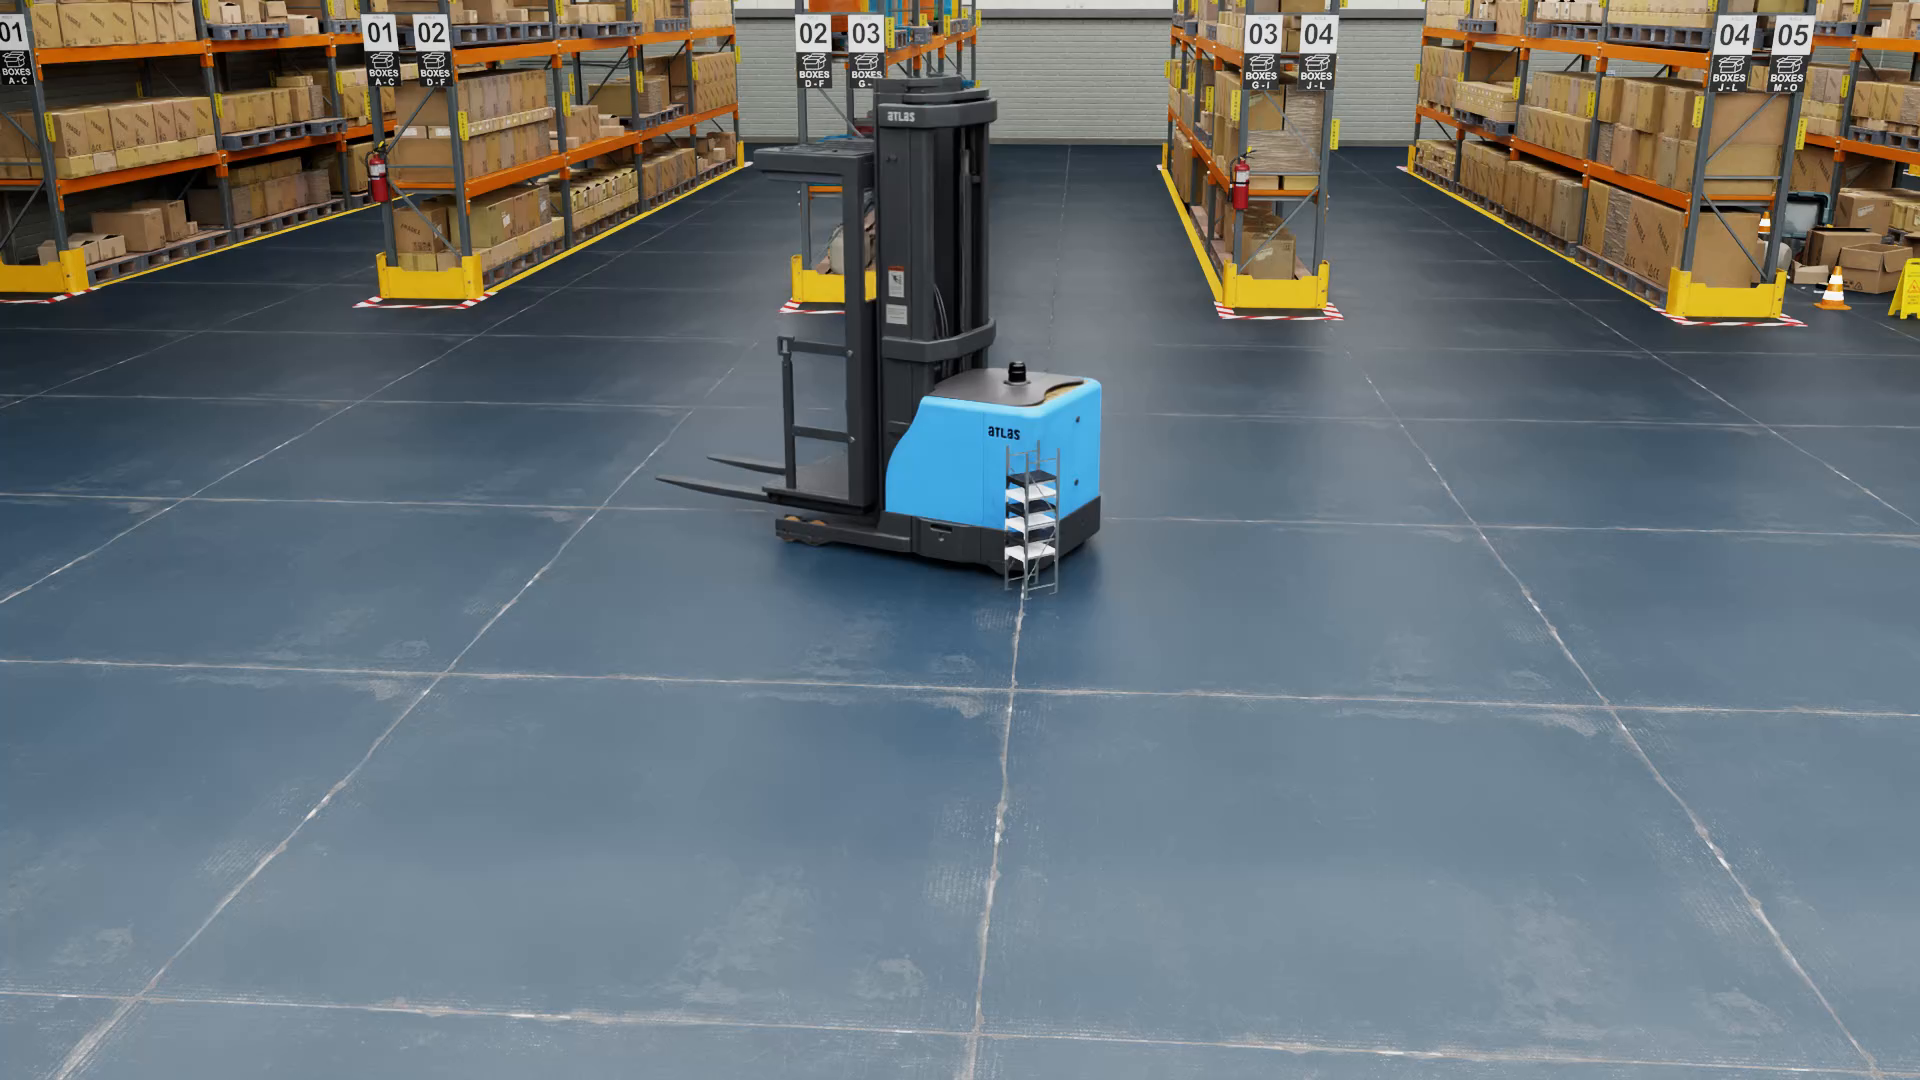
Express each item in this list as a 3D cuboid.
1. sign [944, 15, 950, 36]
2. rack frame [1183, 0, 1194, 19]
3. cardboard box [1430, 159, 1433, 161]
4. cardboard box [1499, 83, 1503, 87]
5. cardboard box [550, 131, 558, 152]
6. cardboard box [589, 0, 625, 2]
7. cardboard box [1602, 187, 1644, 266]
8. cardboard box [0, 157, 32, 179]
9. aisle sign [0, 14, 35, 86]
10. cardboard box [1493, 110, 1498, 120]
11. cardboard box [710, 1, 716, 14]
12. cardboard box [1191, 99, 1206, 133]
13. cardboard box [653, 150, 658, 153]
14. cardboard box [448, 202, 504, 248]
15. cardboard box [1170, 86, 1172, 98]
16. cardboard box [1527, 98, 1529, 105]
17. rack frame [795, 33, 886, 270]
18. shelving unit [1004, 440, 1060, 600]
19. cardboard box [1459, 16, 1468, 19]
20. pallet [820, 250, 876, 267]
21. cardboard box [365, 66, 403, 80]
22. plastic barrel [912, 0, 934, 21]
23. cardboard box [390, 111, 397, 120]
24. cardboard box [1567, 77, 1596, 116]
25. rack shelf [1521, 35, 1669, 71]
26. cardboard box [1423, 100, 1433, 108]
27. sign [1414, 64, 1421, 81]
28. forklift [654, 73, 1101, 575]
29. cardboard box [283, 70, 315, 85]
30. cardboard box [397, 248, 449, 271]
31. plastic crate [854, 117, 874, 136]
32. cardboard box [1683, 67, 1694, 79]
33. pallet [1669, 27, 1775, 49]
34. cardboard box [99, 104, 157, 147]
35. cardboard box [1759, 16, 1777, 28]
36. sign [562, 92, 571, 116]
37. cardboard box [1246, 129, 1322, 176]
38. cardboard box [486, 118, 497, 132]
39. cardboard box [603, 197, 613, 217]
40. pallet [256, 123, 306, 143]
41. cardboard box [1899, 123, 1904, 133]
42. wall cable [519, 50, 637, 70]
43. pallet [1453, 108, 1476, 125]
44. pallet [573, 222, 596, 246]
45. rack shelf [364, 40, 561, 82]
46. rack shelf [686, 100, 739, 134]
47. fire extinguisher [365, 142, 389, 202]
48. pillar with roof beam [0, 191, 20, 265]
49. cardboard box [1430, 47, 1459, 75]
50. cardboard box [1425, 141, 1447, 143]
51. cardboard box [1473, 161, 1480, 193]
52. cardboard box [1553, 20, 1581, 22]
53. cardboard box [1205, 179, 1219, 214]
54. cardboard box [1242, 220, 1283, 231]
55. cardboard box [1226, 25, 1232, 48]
[{"bbox_3d":[-0.204,-8.068,26.080,0.100,0.325,0.005,1,18,4],"label":"sign"},{"bbox_3d":[4.474,-10.685,29.081,1.000,3.000,0.127,1,18,4],"label":"rack frame"},{"bbox_3d":[9.345,-7.305,32.304,0.380,0.149,0.250,1,18,4],"label":"cardboard box"},{"bbox_3d":[9.561,-7.843,28.814,0.380,0.149,0.250,1,18,2],"label":"cardboard box"},{"bbox_3d":[-5.989,-5.655,23.604,0.500,0.250,0.500,2,18,7],"label":"cardboard box"},{"bbox_3d":[-5.656,-8.898,26.677,0.500,0.500,0.500,1,18,4],"label":"cardboard box"},{"bbox_3d":[8.664,-3.924,20.819,0.875,0.875,0.875,1,18,4],"label":"cardboard box"},{"bbox_3d":[-11.368,-4.527,20.130,0.500,0.250,0.500,2,18,5],"label":"cardboard box"},{"bbox_3d":[-10.914,-5.646,19.160,0.394,0.787,0.004,1,18,4],"label":"aisle sign"},{"bbox_3d":[8.723,-6.771,26.498,0.380,0.149,0.250,1,18,4],"label":"cardboard box"},{"bbox_3d":[-5.007,-10.260,32.038,0.500,0.250,0.500,1,18,4],"label":"cardboard box"},{"bbox_3d":[3.975,-6.799,26.693,0.500,0.500,0.500,2,18,6],"label":"cardboard box"},{"bbox_3d":[-5.712,-6.767,30.067,0.500,0.500,0.500,2,18,5],"label":"cardboard box"},{"bbox_3d":[-5.973,-3.896,20.533,0.500,0.500,0.500,1,18,4],"label":"cardboard box"},{"bbox_3d":[4.426,-8.842,32.854,0.500,0.250,0.500,1,18,3],"label":"cardboard box"},{"bbox_3d":[9.432,-7.140,27.148,0.380,0.149,0.250,1,18,4],"label":"cardboard box"},{"bbox_3d":[-1.327,-4.218,18.979,1.000,3.000,0.127,1,18,4],"label":"rack frame"},{"bbox_3d":[0.427,-0.118,9.837,0.258,0.900,0.210,-11,21,-31],"label":"shelving unit"},{"bbox_3d":[9.179,-9.205,29.622,0.500,0.250,0.500,2,18,5],"label":"cardboard box"},{"bbox_3d":[-1.215,-3.548,21.411,1.003,0.211,1.213,1,18,4],"label":"pallet"},{"bbox_3d":[-10.209,-8.253,29.419,0.500,0.250,0.500,2,18,5],"label":"cardboard box"},{"bbox_3d":[-0.710,-8.708,26.500,0.600,0.830,0.708,1,18,4],"label":"plastic barrel"},{"bbox_3d":[-10.225,-7.551,29.523,0.380,0.149,0.250,1,18,2],"label":"cardboard box"},{"bbox_3d":[8.941,-6.202,23.266,0.700,0.500,0.500,1,18,4],"label":"cardboard box"},{"bbox_3d":[8.983,-6.913,23.540,1.077,0.370,4.000,1,18,4],"label":"rack shelf"},{"bbox_3d":[9.301,-8.560,32.632,0.380,0.149,0.250,1,18,2],"label":"cardboard box"},{"bbox_3d":[9.159,-9.358,33.275,0.100,0.325,0.005,1,18,4],"label":"sign"},{"bbox_3d":[-0.631,-1.486,10.750,3.031,2.935,1.130,9,20,26],"label":"forklift"},{"bbox_3d":[-10.861,-7.625,27.502,0.500,0.250,0.500,2,18,5],"label":"cardboard box"},{"bbox_3d":[-6.523,-3.396,20.211,0.500,0.250,0.500,1,18,4],"label":"cardboard box"},{"bbox_3d":[-1.311,-5.648,23.240,0.402,0.464,0.583,1,18,4],"label":"plastic crate"},{"bbox_3d":[14.296,-9.075,32.035,0.500,0.500,0.500,1,18,2],"label":"cardboard box"},{"bbox_3d":[8.596,-5.579,18.458,1.003,0.211,1.213,1,18,4],"label":"pallet"},{"bbox_3d":[-10.761,-5.350,21.437,0.500,0.500,0.500,2,18,6],"label":"cardboard box"},{"bbox_3d":[8.898,-5.618,18.002,0.380,0.149,0.250,1,18,4],"label":"cardboard box"},{"bbox_3d":[-5.427,-6.009,22.928,0.100,0.325,0.005,1,18,4],"label":"sign"},{"bbox_3d":[3.680,-4.467,19.099,0.875,0.500,0.500,1,18,4],"label":"cardboard box"},{"bbox_3d":[-5.952,-5.123,20.539,0.380,0.149,0.250,1,18,2],"label":"cardboard box"},{"bbox_3d":[-5.595,-5.063,25.297,0.500,0.250,0.500,2,18,5],"label":"cardboard box"},{"bbox_3d":[-10.736,-6.217,25.387,1.003,0.211,1.213,1,18,4],"label":"pallet"},{"bbox_3d":[13.782,-5.933,23.942,0.380,0.149,0.250,2,18,6],"label":"cardboard box"},{"bbox_3d":[-9.299,-12.532,39.705,3.097,2.526,0.112,1,18,4],"label":"wall cable"},{"bbox_3d":[9.214,-7.367,28.897,1.003,0.211,1.213,1,18,4],"label":"pallet"},{"bbox_3d":[-5.967,-4.477,24.247,1.003,0.211,1.213,1,18,4],"label":"pallet"},{"bbox_3d":[-6.124,-6.035,20.861,1.077,0.370,4.000,1,18,4],"label":"rack shelf"},{"bbox_3d":[-5.264,-8.336,32.702,1.077,0.370,4.000,1,18,4],"label":"rack shelf"},{"bbox_3d":[-6.739,-4.267,19.252,0.296,0.674,0.183,1,18,4],"label":"fire extinguisher"},{"bbox_3d":[-7.727,-7.431,19.149,9.100,9.000,0.400,1,18,4],"label":"pillar with roof beam"},{"bbox_3d":[9.314,-9.147,31.778,0.500,0.500,0.500,1,18,3],"label":"cardboard box"},{"bbox_3d":[9.424,-7.819,32.916,0.380,0.149,0.250,2,18,5],"label":"cardboard box"},{"bbox_3d":[9.036,-6.153,28.224,0.500,0.500,0.500,2,18,5],"label":"cardboard box"},{"bbox_3d":[9.433,-8.094,25.831,0.500,0.500,0.500,1,18,4],"label":"cardboard box"},{"bbox_3d":[4.132,-5.232,25.382,0.700,0.500,0.500,0,18,-1],"label":"cardboard box"},{"bbox_3d":[3.747,-3.693,20.717,0.500,0.500,0.500,3,18,9],"label":"cardboard box"},{"bbox_3d":[3.503,-6.088,20.108,0.500,0.250,0.500,1,18,3],"label":"cardboard box"}]
